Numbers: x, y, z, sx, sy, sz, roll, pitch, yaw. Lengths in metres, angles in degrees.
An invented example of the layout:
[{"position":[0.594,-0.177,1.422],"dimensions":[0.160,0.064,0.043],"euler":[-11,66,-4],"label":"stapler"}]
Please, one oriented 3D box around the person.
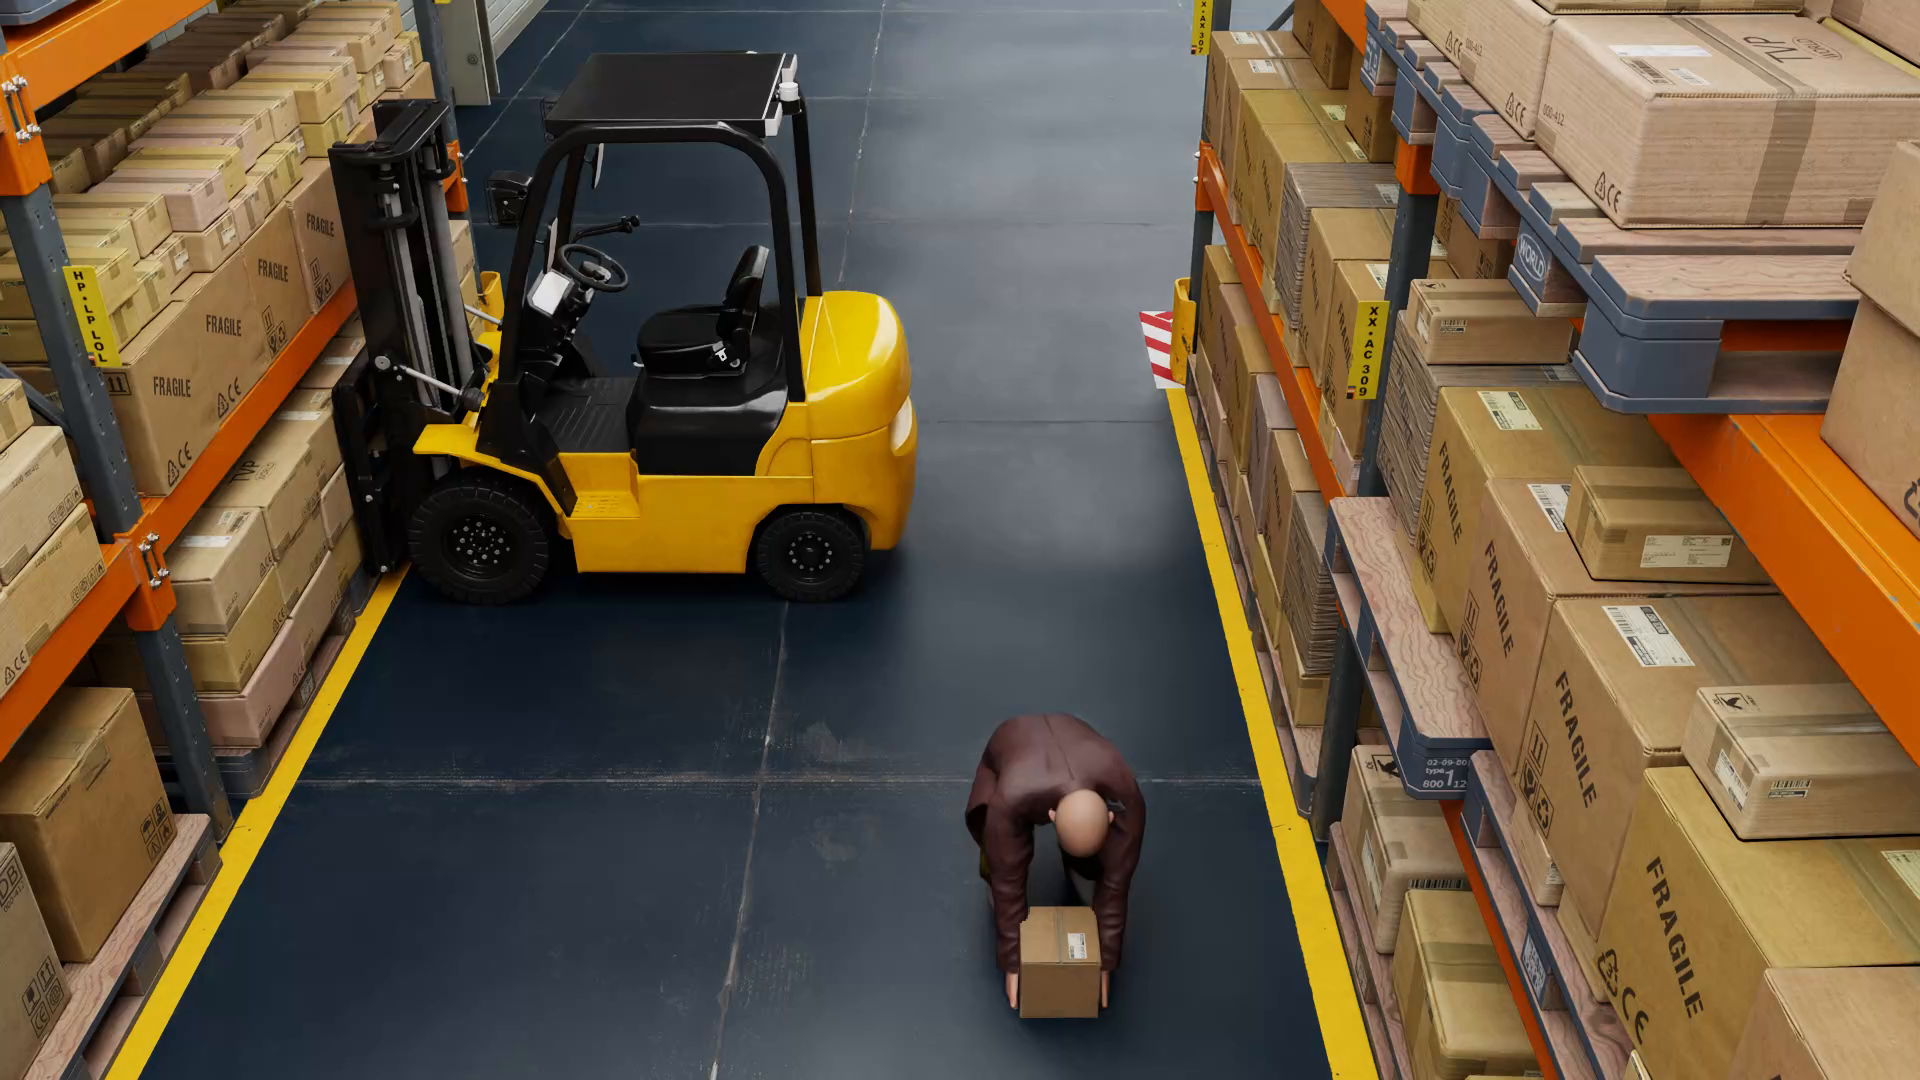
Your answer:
[{"position":[0.307,0.981,5.544],"dimensions":[0.582,0.883,0.919],"euler":[-1,31,-2],"label":"person"}]
